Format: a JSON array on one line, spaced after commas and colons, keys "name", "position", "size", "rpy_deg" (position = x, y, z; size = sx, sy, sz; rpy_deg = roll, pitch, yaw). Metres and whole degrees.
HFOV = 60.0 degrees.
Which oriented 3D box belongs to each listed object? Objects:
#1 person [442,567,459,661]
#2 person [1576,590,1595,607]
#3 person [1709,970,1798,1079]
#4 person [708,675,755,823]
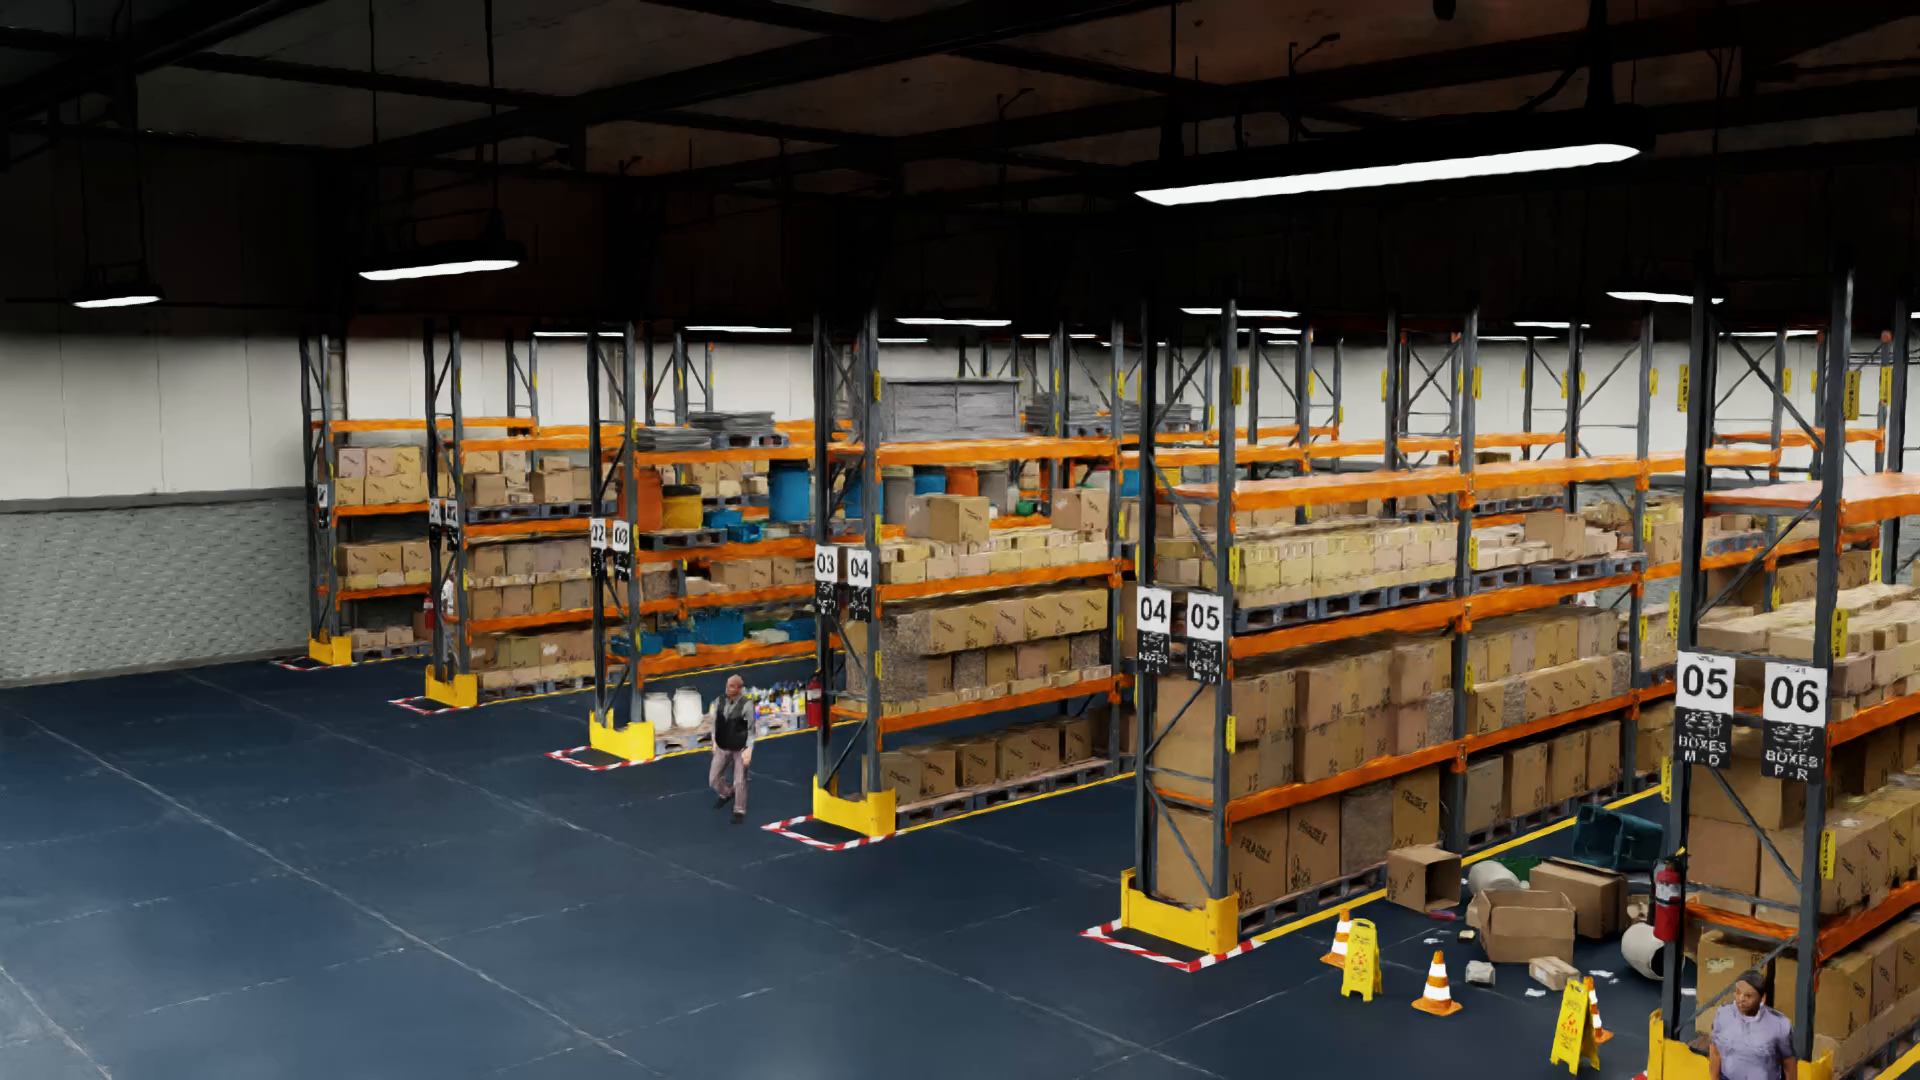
[{"name": "person", "position": [-9.059, 1.310, 29.793], "size": [0.440, 1.683, 0.542], "rpy_deg": [2, 6, 21]}, {"name": "person", "position": [11.793, 1.125, 31.169], "size": [0.521, 1.771, 0.762], "rpy_deg": [2, 6, 15]}, {"name": "person", "position": [4.790, 3.356, 10.106], "size": [1.090, 1.567, 0.479], "rpy_deg": [-5, 8, -40]}, {"name": "person", "position": [-2.614, 2.376, 19.164], "size": [0.643, 1.708, 0.528], "rpy_deg": [2, 6, 20]}]
